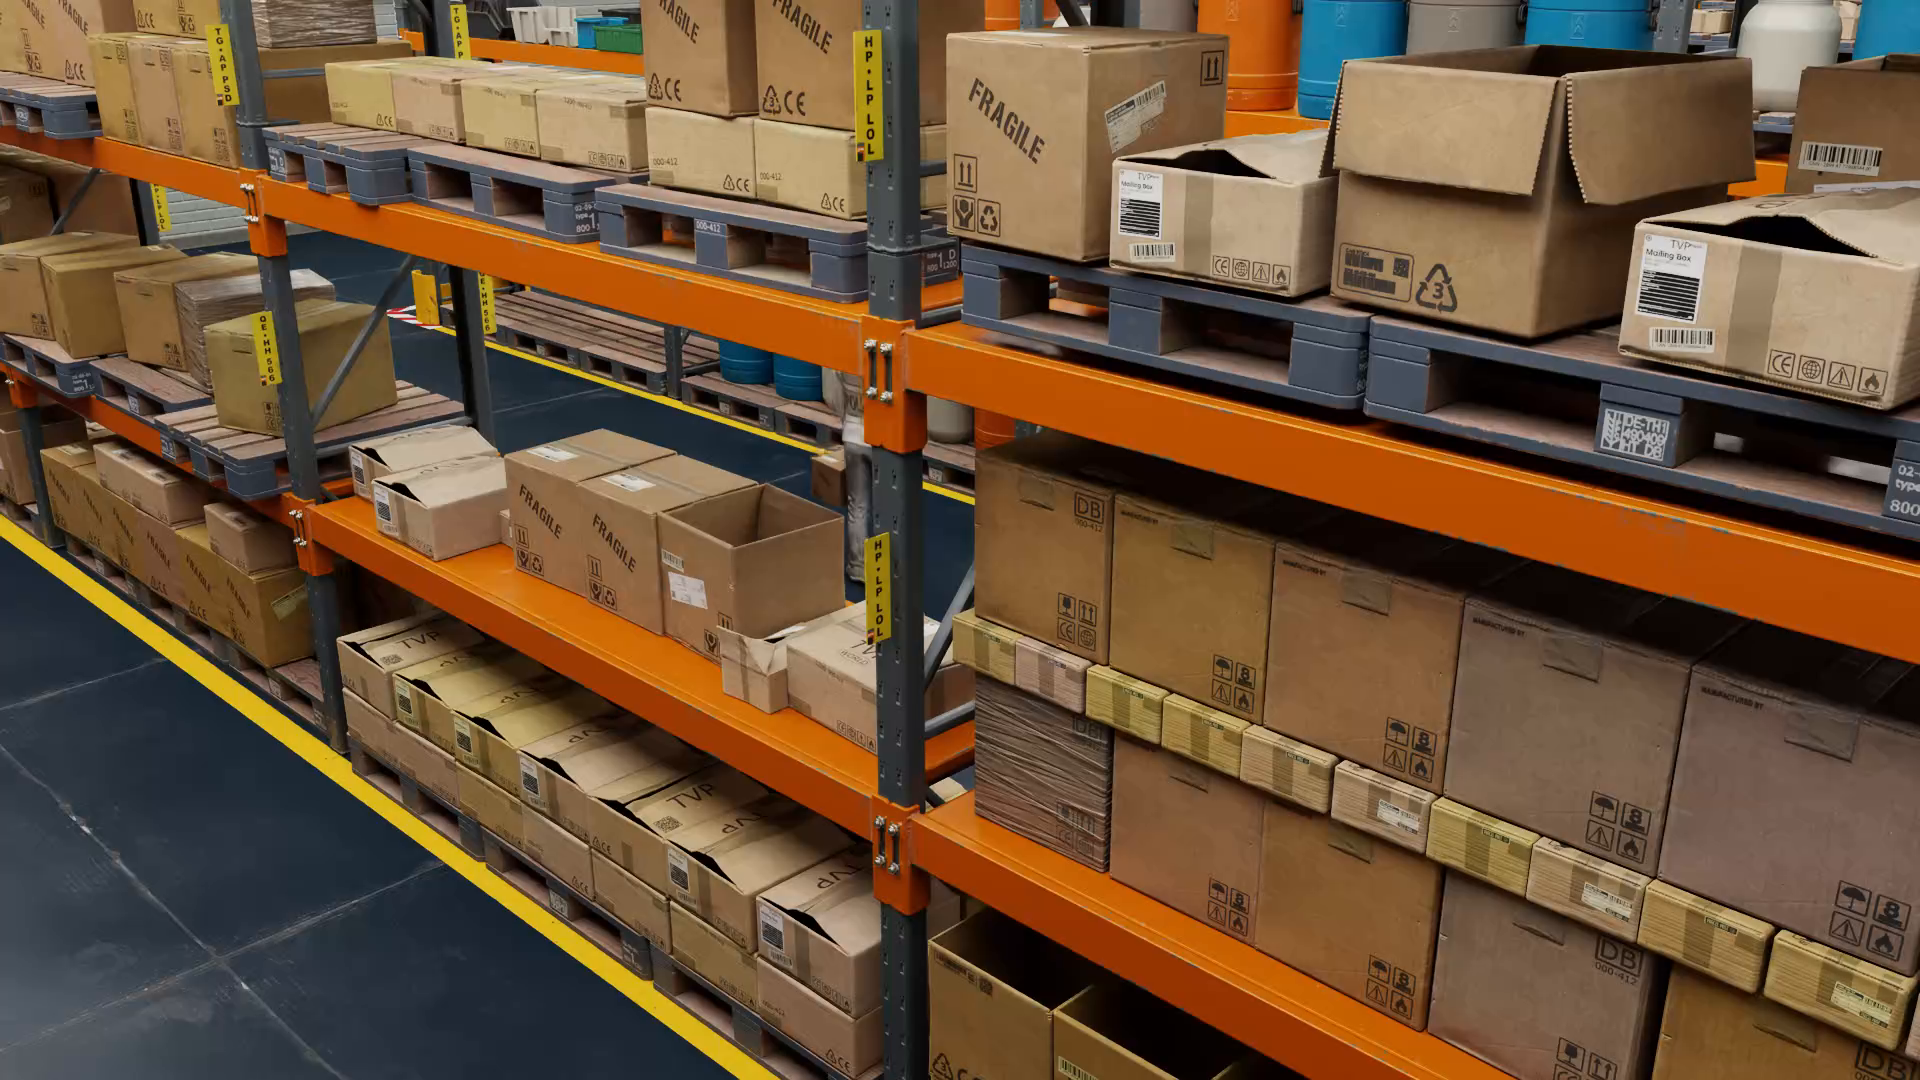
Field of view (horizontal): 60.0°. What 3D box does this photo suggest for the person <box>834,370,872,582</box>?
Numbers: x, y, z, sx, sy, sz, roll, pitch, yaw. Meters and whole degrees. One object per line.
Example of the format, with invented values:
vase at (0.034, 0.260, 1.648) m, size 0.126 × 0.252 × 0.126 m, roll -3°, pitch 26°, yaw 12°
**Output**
person at (-0.511, -0.574, 10.012) m, size 0.501 × 1.694 × 0.533 m, roll 11°, pitch 23°, yaw 26°
